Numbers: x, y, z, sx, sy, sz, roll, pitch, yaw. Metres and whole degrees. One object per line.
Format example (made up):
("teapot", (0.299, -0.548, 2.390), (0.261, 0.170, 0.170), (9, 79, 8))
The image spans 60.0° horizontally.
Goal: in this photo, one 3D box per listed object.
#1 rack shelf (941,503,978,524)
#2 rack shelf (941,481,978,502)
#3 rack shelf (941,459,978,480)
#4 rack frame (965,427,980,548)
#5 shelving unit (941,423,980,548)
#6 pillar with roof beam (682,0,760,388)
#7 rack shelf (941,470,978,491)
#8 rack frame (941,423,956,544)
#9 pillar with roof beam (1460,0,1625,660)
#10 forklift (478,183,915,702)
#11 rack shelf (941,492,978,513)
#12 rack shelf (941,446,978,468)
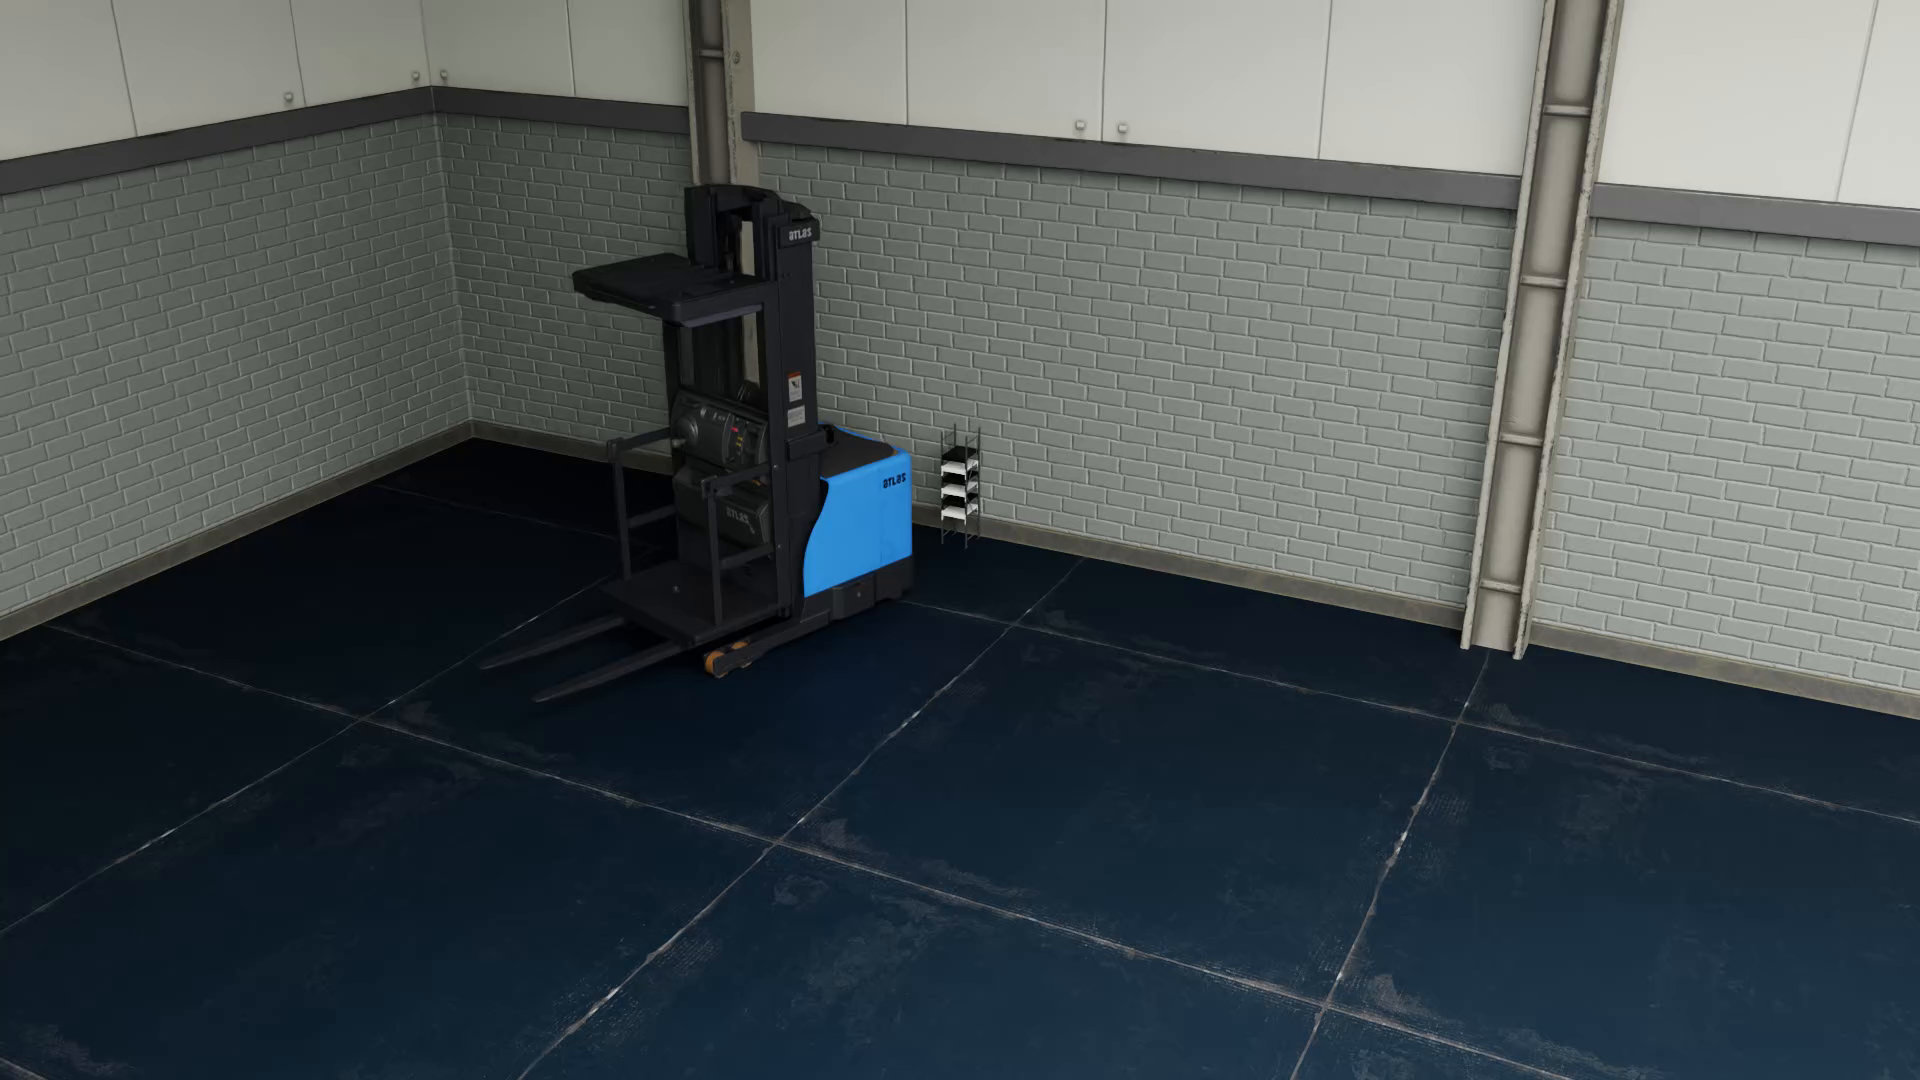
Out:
("rack shelf", (0.005, -0.213, 12.672), (0.200, 0.077, 0.258), (11, 25, 24))
("rack shelf", (0.005, -0.379, 12.602), (0.200, 0.077, 0.258), (11, 25, 24))
("rack shelf", (0.005, -0.544, 12.532), (0.200, 0.077, 0.258), (11, 25, 24))
("rack frame", (0.096, -0.392, 12.548), (0.006, 0.900, 0.240), (11, 25, 24))
("shelving unit", (0.005, -0.409, 12.589), (0.210, 0.900, 0.258), (11, 25, 24))
("pillar with roof beam", (-3.719, -2.998, 8.328), (0.400, 9.000, 9.100), (11, 25, 25))
("rack shelf", (0.005, -0.462, 12.567), (0.200, 0.077, 0.258), (11, 25, 24))
("rack frame", (-0.086, -0.427, 12.630), (0.006, 0.900, 0.240), (11, 25, 24))
("pillar with roof beam", (1.636, -1.939, 5.836), (0.400, 9.000, 9.100), (11, 25, 25))
("forklift", (-1.712, -0.692, 10.658), (1.130, 2.935, 3.031), (21, 31, 40))
("rack shelf", (0.005, -0.296, 12.637), (0.200, 0.077, 0.258), (11, 25, 24))
("rack shelf", (0.005, -0.627, 12.496), (0.200, 0.077, 0.258), (11, 25, 24))
